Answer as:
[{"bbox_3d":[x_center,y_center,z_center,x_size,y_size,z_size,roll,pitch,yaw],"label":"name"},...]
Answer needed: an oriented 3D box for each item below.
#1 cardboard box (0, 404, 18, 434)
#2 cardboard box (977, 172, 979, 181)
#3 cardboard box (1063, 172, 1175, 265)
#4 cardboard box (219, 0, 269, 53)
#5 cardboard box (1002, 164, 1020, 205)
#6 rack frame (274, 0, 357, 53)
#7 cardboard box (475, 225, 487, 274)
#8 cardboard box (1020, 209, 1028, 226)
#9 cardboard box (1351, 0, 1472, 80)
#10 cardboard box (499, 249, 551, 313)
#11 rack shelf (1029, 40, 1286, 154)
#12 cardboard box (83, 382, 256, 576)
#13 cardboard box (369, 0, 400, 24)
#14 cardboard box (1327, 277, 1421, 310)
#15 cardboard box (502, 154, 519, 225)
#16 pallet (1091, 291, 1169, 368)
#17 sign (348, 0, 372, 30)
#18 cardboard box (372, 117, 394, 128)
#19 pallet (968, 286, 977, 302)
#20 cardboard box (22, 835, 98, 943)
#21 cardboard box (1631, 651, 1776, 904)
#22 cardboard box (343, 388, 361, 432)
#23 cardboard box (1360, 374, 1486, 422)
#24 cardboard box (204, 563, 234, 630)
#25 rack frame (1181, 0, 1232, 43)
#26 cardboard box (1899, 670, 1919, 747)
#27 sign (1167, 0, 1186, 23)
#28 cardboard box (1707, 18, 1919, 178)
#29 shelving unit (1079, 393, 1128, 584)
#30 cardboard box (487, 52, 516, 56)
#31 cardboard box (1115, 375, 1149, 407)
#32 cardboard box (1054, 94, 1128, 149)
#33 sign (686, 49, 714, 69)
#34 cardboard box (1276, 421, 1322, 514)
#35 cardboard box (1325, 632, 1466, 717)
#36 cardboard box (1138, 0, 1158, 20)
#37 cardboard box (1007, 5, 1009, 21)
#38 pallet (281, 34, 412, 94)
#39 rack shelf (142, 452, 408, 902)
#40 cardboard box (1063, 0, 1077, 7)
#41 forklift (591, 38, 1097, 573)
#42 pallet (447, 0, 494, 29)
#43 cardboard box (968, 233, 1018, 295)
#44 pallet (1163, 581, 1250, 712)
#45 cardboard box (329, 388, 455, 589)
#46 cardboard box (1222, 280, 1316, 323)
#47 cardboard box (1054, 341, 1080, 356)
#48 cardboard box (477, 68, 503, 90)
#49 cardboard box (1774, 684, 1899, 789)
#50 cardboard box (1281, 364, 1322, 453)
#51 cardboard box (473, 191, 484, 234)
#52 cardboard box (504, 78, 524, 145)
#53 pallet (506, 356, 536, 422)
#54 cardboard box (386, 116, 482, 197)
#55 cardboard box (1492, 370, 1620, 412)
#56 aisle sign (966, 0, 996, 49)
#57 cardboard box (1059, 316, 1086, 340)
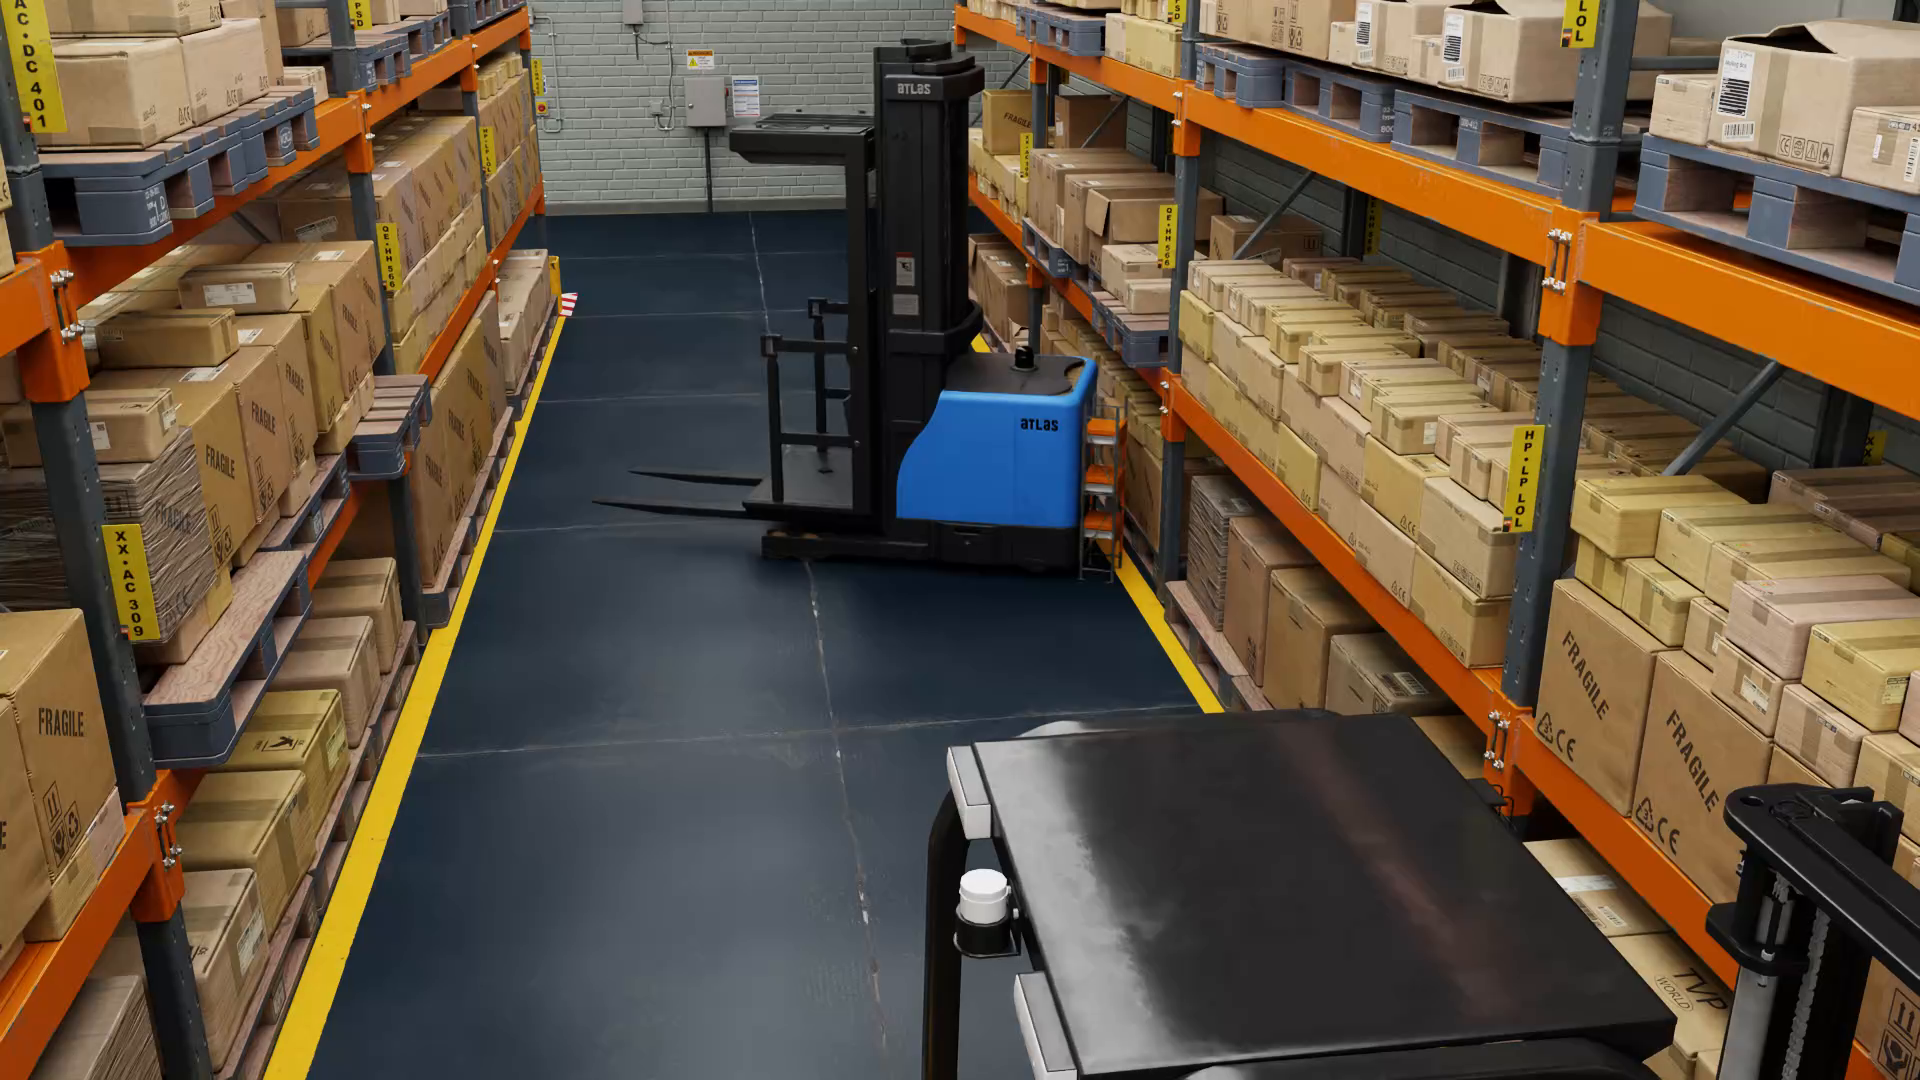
[{"bbox_3d":[-3.093,-0.154,5.173,0.500,0.500,0.500,-3,21,-7],"label":"cardboard box"},{"bbox_3d":[0.362,-3.346,15.248,0.380,0.149,0.250,-2,21,-6],"label":"cardboard box"},{"bbox_3d":[1.068,-2.086,10.771,0.700,0.500,0.500,-3,21,-8],"label":"cardboard box"},{"bbox_3d":[-3.055,-1.763,6.214,0.797,0.503,0.637,-3,21,-8],"label":"cardboard box"},{"bbox_3d":[0.630,-2.878,13.424,0.500,0.250,0.500,-3,21,-8],"label":"cardboard box"},{"bbox_3d":[-3.303,-3.646,7.117,1.000,3.000,0.127,-3,21,-8],"label":"rack frame"},{"bbox_3d":[-3.565,-2.008,11.519,0.500,0.250,0.500,-3,21,-9],"label":"cardboard box"},{"bbox_3d":[0.677,-2.541,13.093,0.380,0.149,0.250,-2,21,-6],"label":"cardboard box"},{"bbox_3d":[1.729,-1.814,5.882,0.500,0.311,0.500,-4,21,-10],"label":"cardboard box"},{"bbox_3d":[-4.262,-2.379,15.359,0.875,0.438,0.875,-4,21,-10],"label":"cardboard box"},{"bbox_3d":[1.320,-2.848,10.296,1.077,0.370,4.000,-3,21,-8],"label":"rack shelf"},{"bbox_3d":[-2.583,-0.184,5.253,0.500,0.500,0.500,-3,21,-8],"label":"cardboard box"},{"bbox_3d":[-3.458,-3.066,9.585,0.380,0.166,0.250,-1,21,-3],"label":"cardboard box"},{"bbox_3d":[1.981,-1.158,7.960,0.380,0.149,0.250,-3,21,-8],"label":"cardboard box"},{"bbox_3d":[-3.822,-2.790,13.257,0.500,0.500,0.500,-3,21,-7],"label":"cardboard box"},{"bbox_3d":[1.441,-1.229,9.493,1.213,0.211,1.003,-3,21,-8],"label":"pallet"},{"bbox_3d":[-2.766,-2.510,7.623,0.100,0.325,0.005,-3,21,-8],"label":"sign"},{"bbox_3d":[-4.101,-2.569,11.236,0.500,0.500,0.500,-3,21,-7],"label":"cardboard box"},{"bbox_3d":[0.582,-2.249,15.935,1.003,0.211,1.213,-3,21,-8],"label":"pallet"},{"bbox_3d":[-2.336,0.849,4.016,0.380,0.149,0.250,-2,21,-7],"label":"cardboard box"},{"bbox_3d":[2.082,0.597,4.188,0.500,0.500,0.500,-3,21,-7],"label":"cardboard box"},{"bbox_3d":[-2.803,-0.552,7.165,0.380,0.149,0.250,-4,21,-10],"label":"cardboard box"},{"bbox_3d":[1.733,-0.514,6.236,0.380,0.149,0.250,-3,21,-9],"label":"cardboard box"},{"bbox_3d":[-2.521,0.176,5.217,0.380,0.149,0.250,-2,21,-7],"label":"cardboard box"},{"bbox_3d":[1.608,-3.898,7.791,1.000,3.000,0.127,-3,21,-8],"label":"rack frame"},{"bbox_3d":[2.202,0.375,3.430,0.380,0.149,0.250,-3,21,-8],"label":"cardboard box"},{"bbox_3d":[1.071,-2.708,8.154,0.100,0.325,0.005,-3,21,-8],"label":"sign"},{"bbox_3d":[2.064,-1.009,3.728,0.500,0.311,0.500,-2,21,-7],"label":"cardboard box"},{"bbox_3d":[0.819,-0.293,9.500,0.215,1.050,0.252,6,21,15],"label":"shelving unit"},{"bbox_3d":[-4.206,-4.311,14.971,0.380,0.149,0.250,-3,21,-7],"label":"cardboard box"},{"bbox_3d":[1.193,-0.942,10.496,0.380,0.149,0.250,-3,21,-9],"label":"cardboard box"},{"bbox_3d":[1.080,-3.422,13.808,0.500,0.500,0.500,-3,21,-9],"label":"cardboard box"},{"bbox_3d":[-3.277,-6.068,20.995,0.339,0.242,0.001,-3,21,-8],"label":"sign"},{"bbox_3d":[1.652,-0.319,6.998,0.500,0.250,0.500,-2,21,-6],"label":"cardboard box"},{"bbox_3d":[1.994,0.764,6.677,0.875,0.625,0.625,-3,21,-8],"label":"cardboard box"},{"bbox_3d":[1.209,-2.987,9.283,0.380,0.149,0.250,-3,21,-8],"label":"cardboard box"},{"bbox_3d":[0.585,-4.227,13.319,0.380,0.149,0.250,-2,21,-6],"label":"cardboard box"},{"bbox_3d":[-3.448,-2.373,8.265,1.213,0.211,1.003,-2,21,-5],"label":"pallet"},{"bbox_3d":[-3.015,0.194,6.439,1.077,0.370,4.000,-3,21,-8],"label":"rack shelf"},{"bbox_3d":[0.859,-3.438,10.463,0.380,0.149,0.250,-2,21,-6],"label":"cardboard box"},{"bbox_3d":[-0.720,-1.419,9.825,3.031,2.935,1.130,4,21,10],"label":"forklift"},{"bbox_3d":[-3.987,-3.868,12.125,1.003,0.211,1.213,-3,21,-8],"label":"pallet"},{"bbox_3d":[0.450,-2.668,16.040,0.797,0.503,0.637,-4,21,-10],"label":"cardboard box"},{"bbox_3d":[1.689,0.506,8.560,1.003,0.211,1.213,-3,21,-8],"label":"pallet"},{"bbox_3d":[-3.320,-0.281,9.117,0.875,0.875,0.875,-3,21,-8],"label":"cardboard box"},{"bbox_3d":[1.465,-1.133,7.892,0.380,0.149,0.250,-2,21,-6],"label":"cardboard box"},{"bbox_3d":[0.965,-1.135,11.941,0.500,0.500,0.500,-3,21,-8],"label":"cardboard box"},{"bbox_3d":[-3.869,-3.691,13.311,0.380,0.149,0.250,-3,21,-8],"label":"cardboard box"},{"bbox_3d":[2.073,0.429,3.711,0.380,0.149,0.250,-3,21,-8],"label":"cardboard box"},{"bbox_3d":[1.658,-0.554,6.913,0.500,0.250,0.500,-3,21,-7],"label":"cardboard box"},{"bbox_3d":[-3.575,-2.244,11.438,0.500,0.250,0.500,-3,21,-8],"label":"cardboard box"},{"bbox_3d":[-3.978,-3.615,14.036,0.500,0.500,0.500,-3,21,-8],"label":"cardboard box"},{"bbox_3d":[-3.912,-1.182,13.078,1.003,0.211,1.213,-3,21,-8],"label":"pallet"},{"bbox_3d":[-3.567,-2.594,11.302,0.500,0.500,0.500,-2,21,-6],"label":"cardboard box"},{"bbox_3d":[2.257,-0.543,6.312,0.380,0.149,0.250,-3,21,-8],"label":"cardboard box"},{"bbox_3d":[0.155,-5.084,15.825,0.394,0.787,0.004,-3,21,-8],"label":"aisle sign"},{"bbox_3d":[0.937,-1.572,12.184,0.380,0.149,0.250,-3,21,-9],"label":"cardboard box"}]
